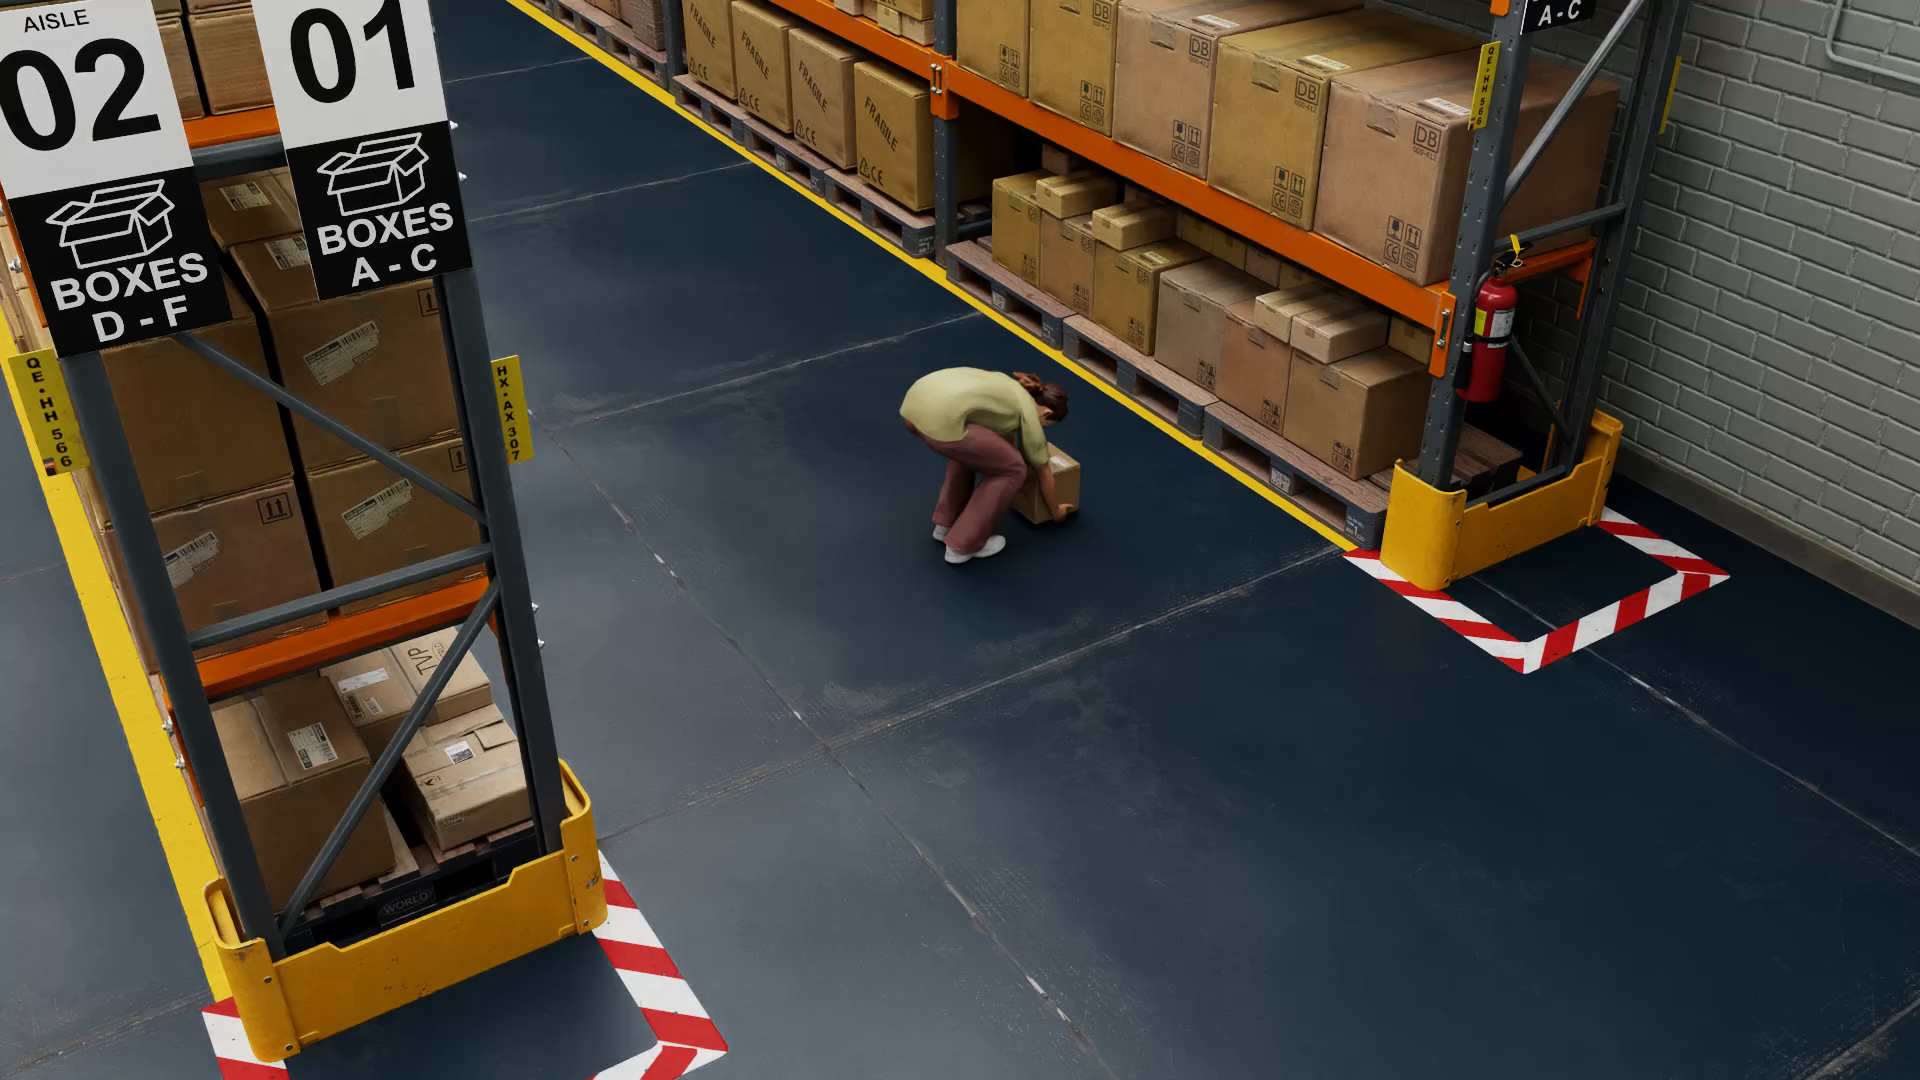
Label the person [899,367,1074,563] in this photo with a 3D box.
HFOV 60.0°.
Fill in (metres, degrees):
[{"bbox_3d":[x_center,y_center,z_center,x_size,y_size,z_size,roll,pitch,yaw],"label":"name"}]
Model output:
[{"bbox_3d":[0.136,-0.400,7.497,0.848,0.878,0.460,-21,38,-29],"label":"person"}]
